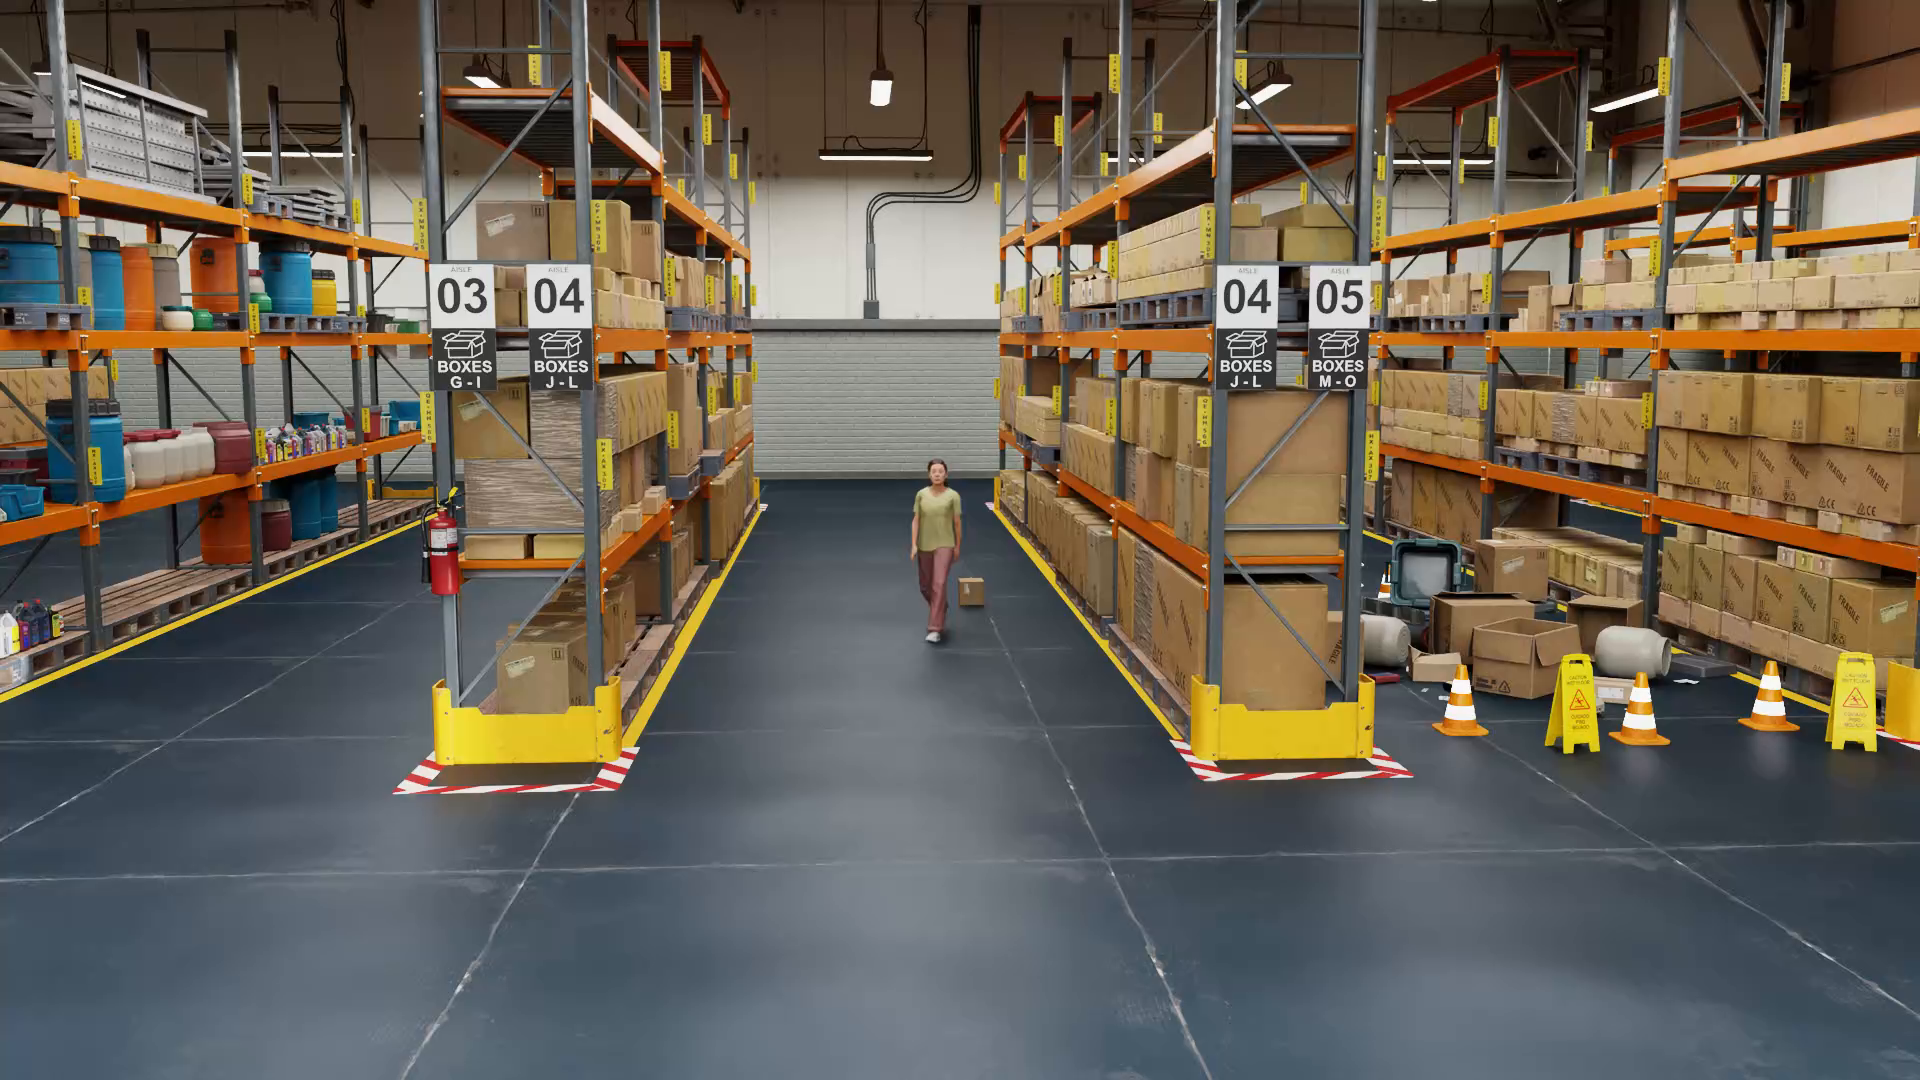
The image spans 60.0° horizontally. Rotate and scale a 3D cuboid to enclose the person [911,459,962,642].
[{"bbox_3d":[-0.214,0.070,15.162,0.442,1.625,0.991,2,7,15],"label":"person"}]
